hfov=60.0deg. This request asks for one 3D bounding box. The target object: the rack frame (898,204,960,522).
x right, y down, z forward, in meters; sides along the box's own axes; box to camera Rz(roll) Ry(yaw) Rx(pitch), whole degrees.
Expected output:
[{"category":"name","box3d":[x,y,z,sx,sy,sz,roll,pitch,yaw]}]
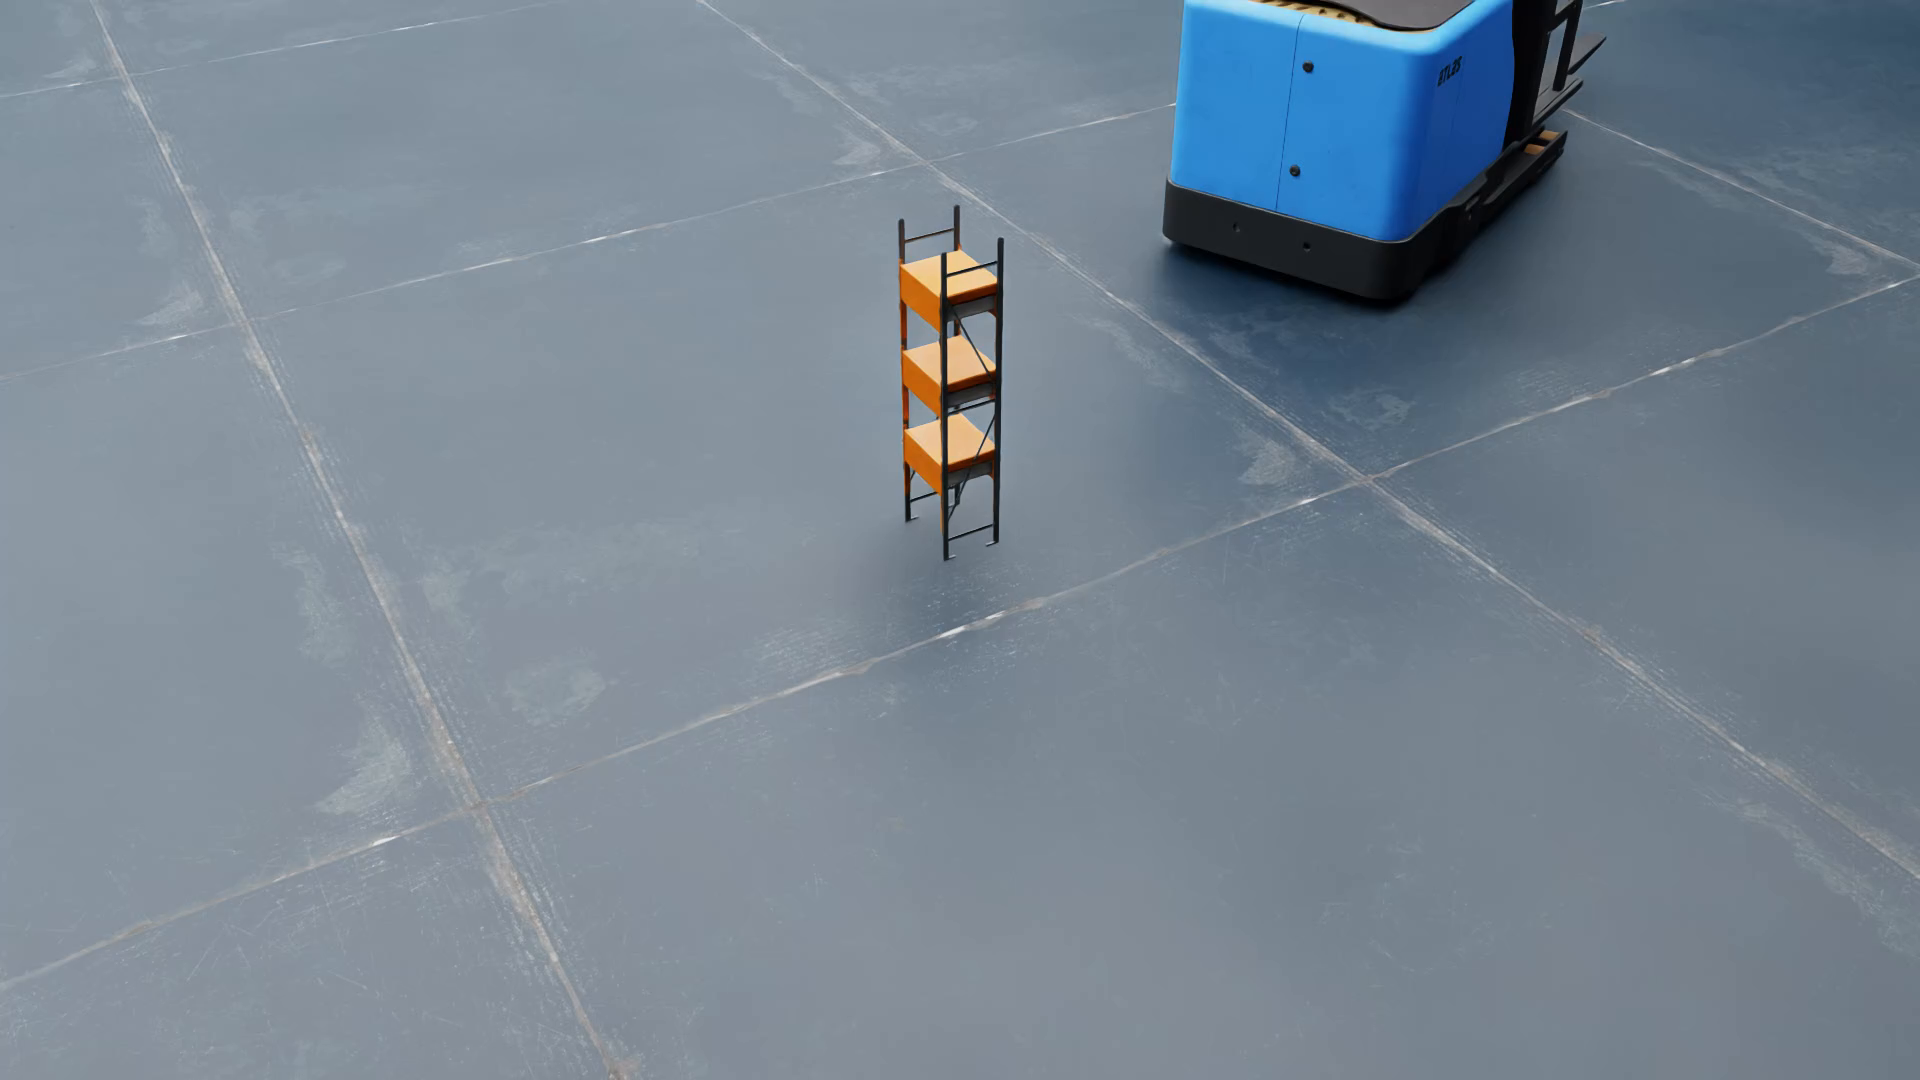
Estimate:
[{"category":"rack frame","box3d":[-0.088,-0.513,5.063,0.200,1.050,0.008,-19,40,-24]}]

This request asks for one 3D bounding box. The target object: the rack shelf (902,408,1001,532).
[{"category":"rack shelf","box3d":[-0.027,-0.218,5.148,0.215,0.259,0.240,-19,40,-24]}]

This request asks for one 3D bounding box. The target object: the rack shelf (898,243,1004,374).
[{"category":"rack shelf","box3d":[-0.027,-0.672,4.817,0.215,0.259,0.240,-19,40,-24]}]

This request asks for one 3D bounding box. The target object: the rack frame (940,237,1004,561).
[{"category":"rack frame","box3d":[0.034,-0.389,4.893,0.200,1.050,0.008,-19,40,-24]}]

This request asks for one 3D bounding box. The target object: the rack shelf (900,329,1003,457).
[{"category":"rack shelf","box3d":[-0.027,-0.443,4.984,0.215,0.259,0.240,-19,40,-24]}]

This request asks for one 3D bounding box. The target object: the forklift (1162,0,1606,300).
[{"category":"forklift","box3d":[2.097,-2.932,6.779,1.130,2.935,3.031,23,42,28]}]

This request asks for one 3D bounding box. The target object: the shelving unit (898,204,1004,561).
[{"category":"shelving unit","box3d":[-0.027,-0.451,4.978,0.215,1.050,0.252,-19,40,-24]}]
